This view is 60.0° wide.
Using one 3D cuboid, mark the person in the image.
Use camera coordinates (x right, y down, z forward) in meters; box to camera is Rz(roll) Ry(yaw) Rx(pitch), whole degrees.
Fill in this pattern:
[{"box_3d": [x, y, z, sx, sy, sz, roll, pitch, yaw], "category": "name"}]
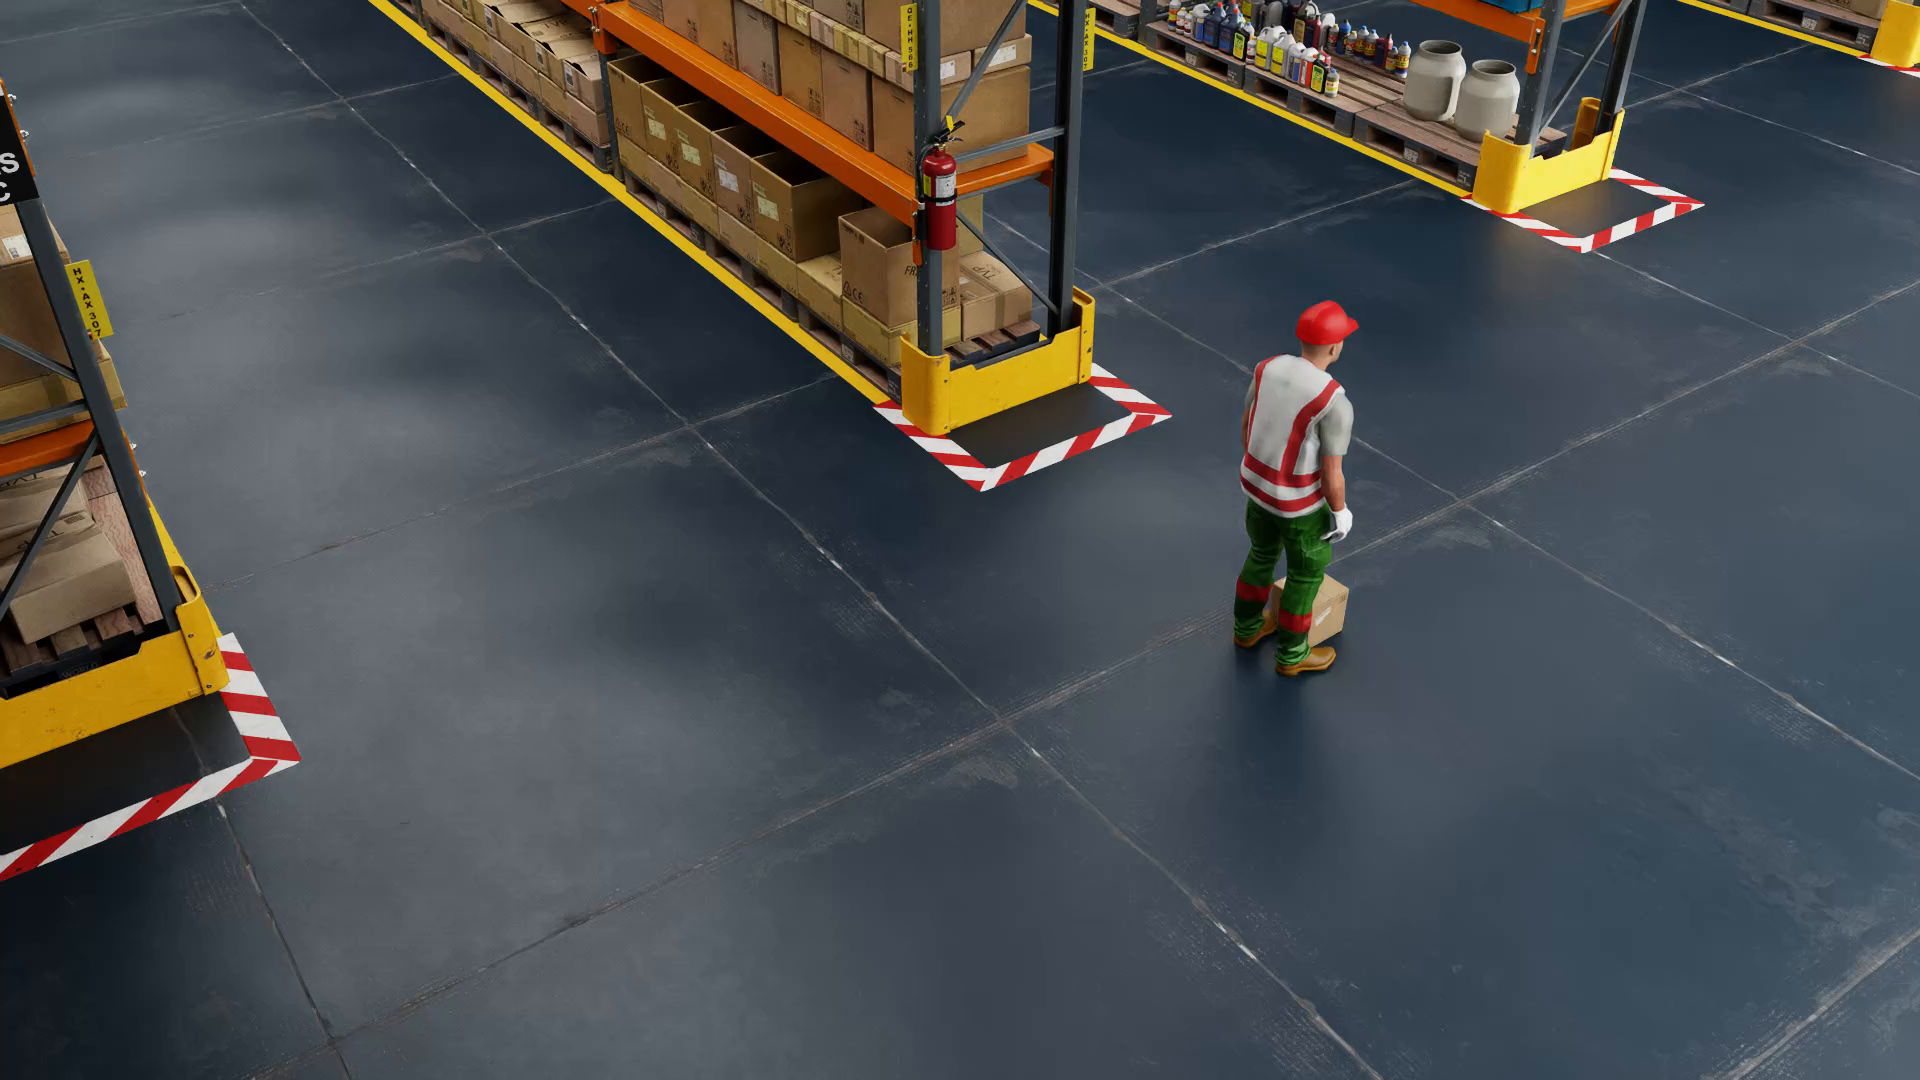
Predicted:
[{"box_3d": [1.466, -0.218, 7.289, 0.448, 1.780, 0.609, -22, 41, -27], "category": "person"}]
